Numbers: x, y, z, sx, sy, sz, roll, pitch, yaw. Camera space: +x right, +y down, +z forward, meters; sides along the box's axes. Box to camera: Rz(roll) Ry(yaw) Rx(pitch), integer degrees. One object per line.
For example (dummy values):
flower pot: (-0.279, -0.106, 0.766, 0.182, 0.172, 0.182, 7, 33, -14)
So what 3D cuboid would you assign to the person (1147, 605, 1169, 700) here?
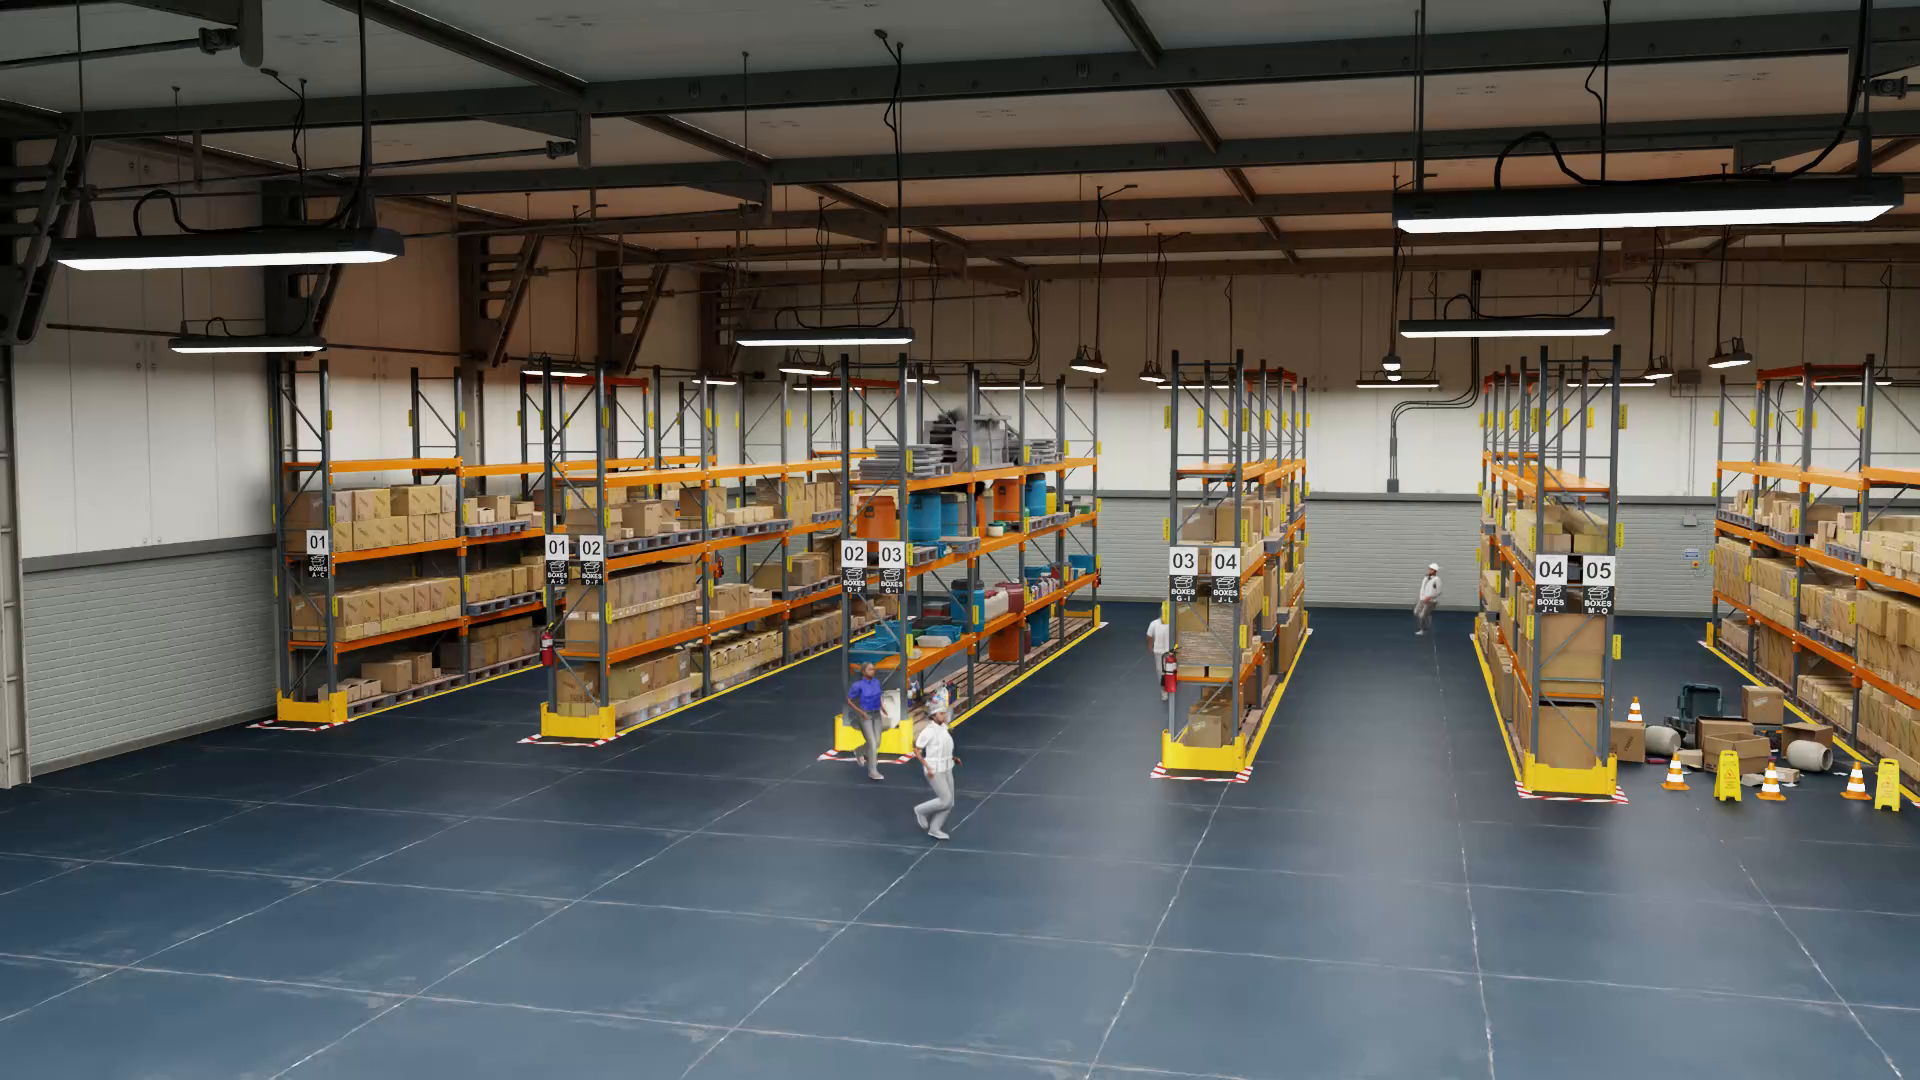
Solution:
person: (3.663, 2.006, 29.687, 0.679, 1.719, 0.576, 1, 4, 14)

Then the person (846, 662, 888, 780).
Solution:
person: (-1.312, 2.511, 23.329, 0.598, 1.630, 0.709, -4, 5, -41)

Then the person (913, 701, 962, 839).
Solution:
person: (-0.245, 2.750, 19.901, 0.558, 1.658, 0.574, 3, 5, 33)

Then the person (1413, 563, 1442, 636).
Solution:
person: (10.819, 1.386, 38.501, 0.530, 1.700, 0.684, -3, 5, -32)
